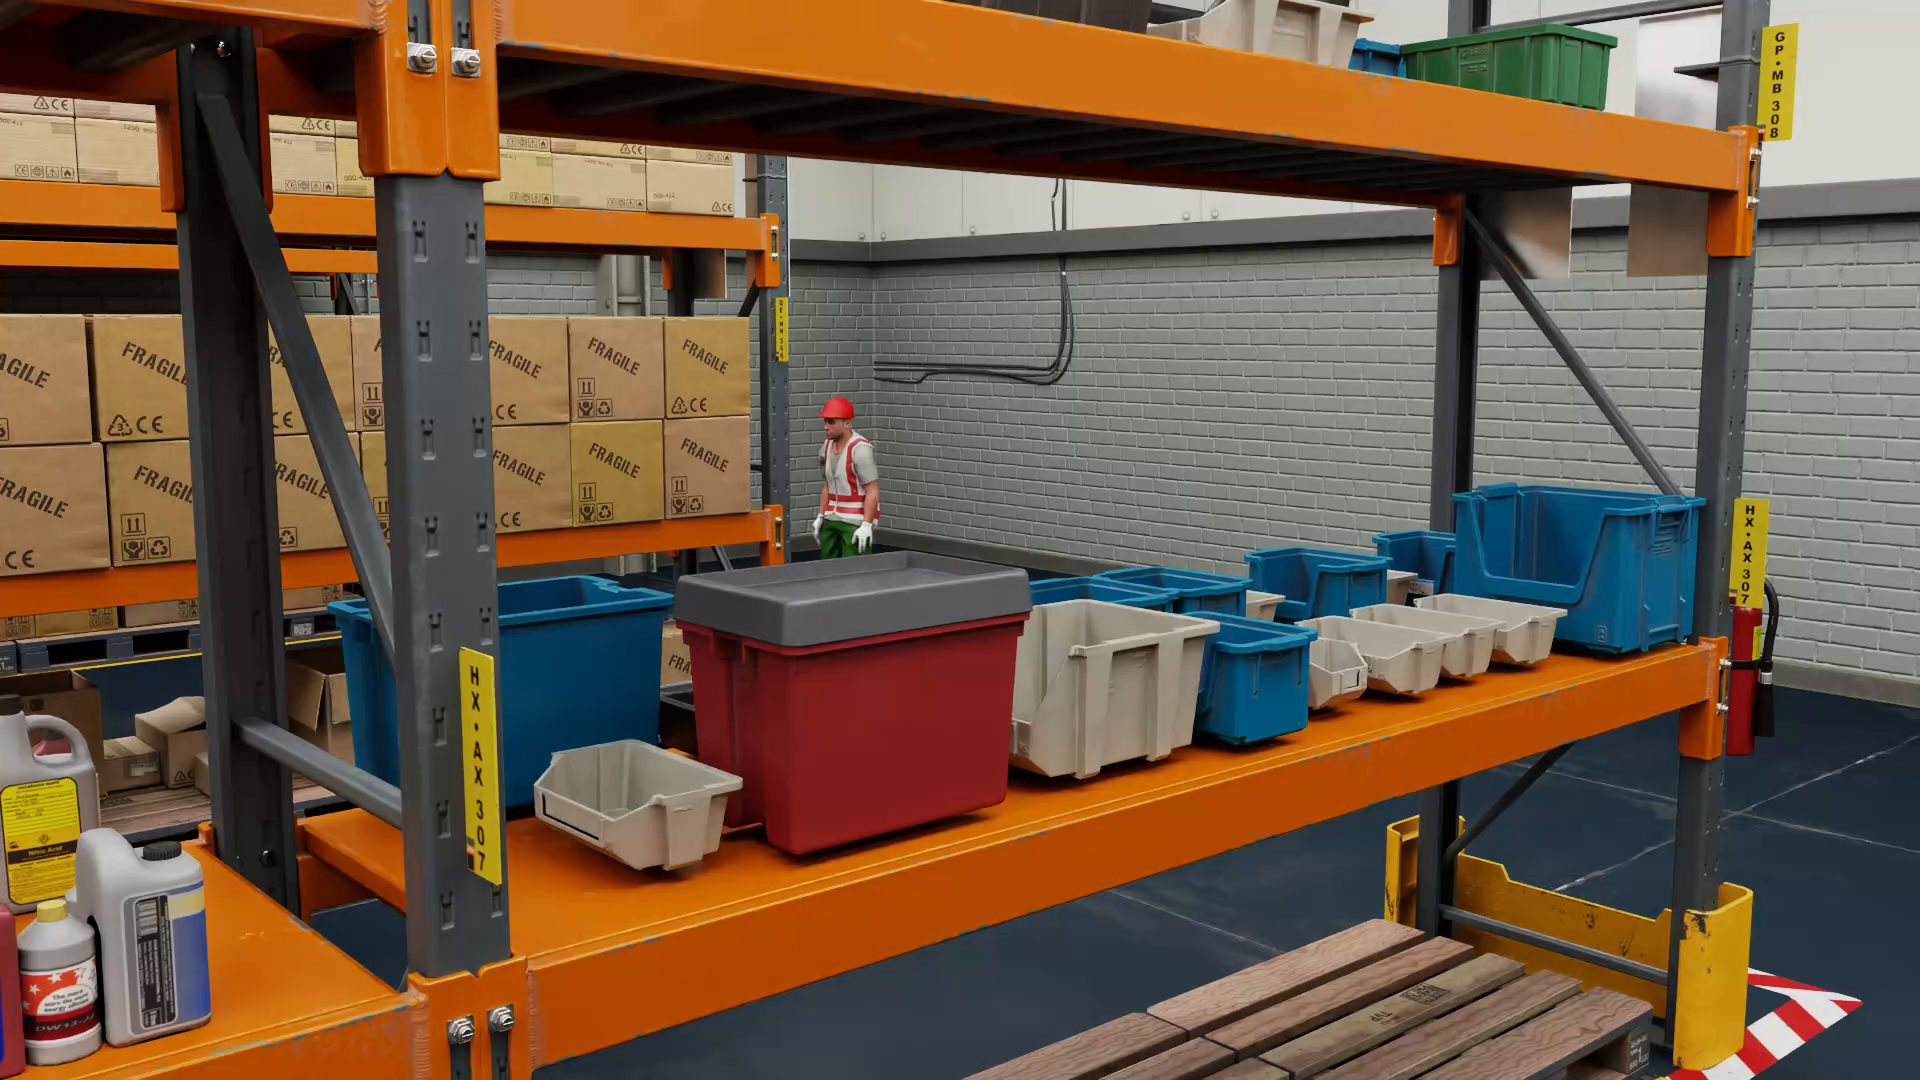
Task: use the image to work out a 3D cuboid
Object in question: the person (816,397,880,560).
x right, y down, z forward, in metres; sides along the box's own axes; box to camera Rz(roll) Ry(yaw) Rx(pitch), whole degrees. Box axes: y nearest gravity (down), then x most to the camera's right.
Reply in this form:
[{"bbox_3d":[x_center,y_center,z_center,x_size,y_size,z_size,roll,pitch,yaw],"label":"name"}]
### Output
[{"bbox_3d":[-0.798,-0.121,11.439,0.453,1.720,0.568,-6,10,-41],"label":"person"}]
